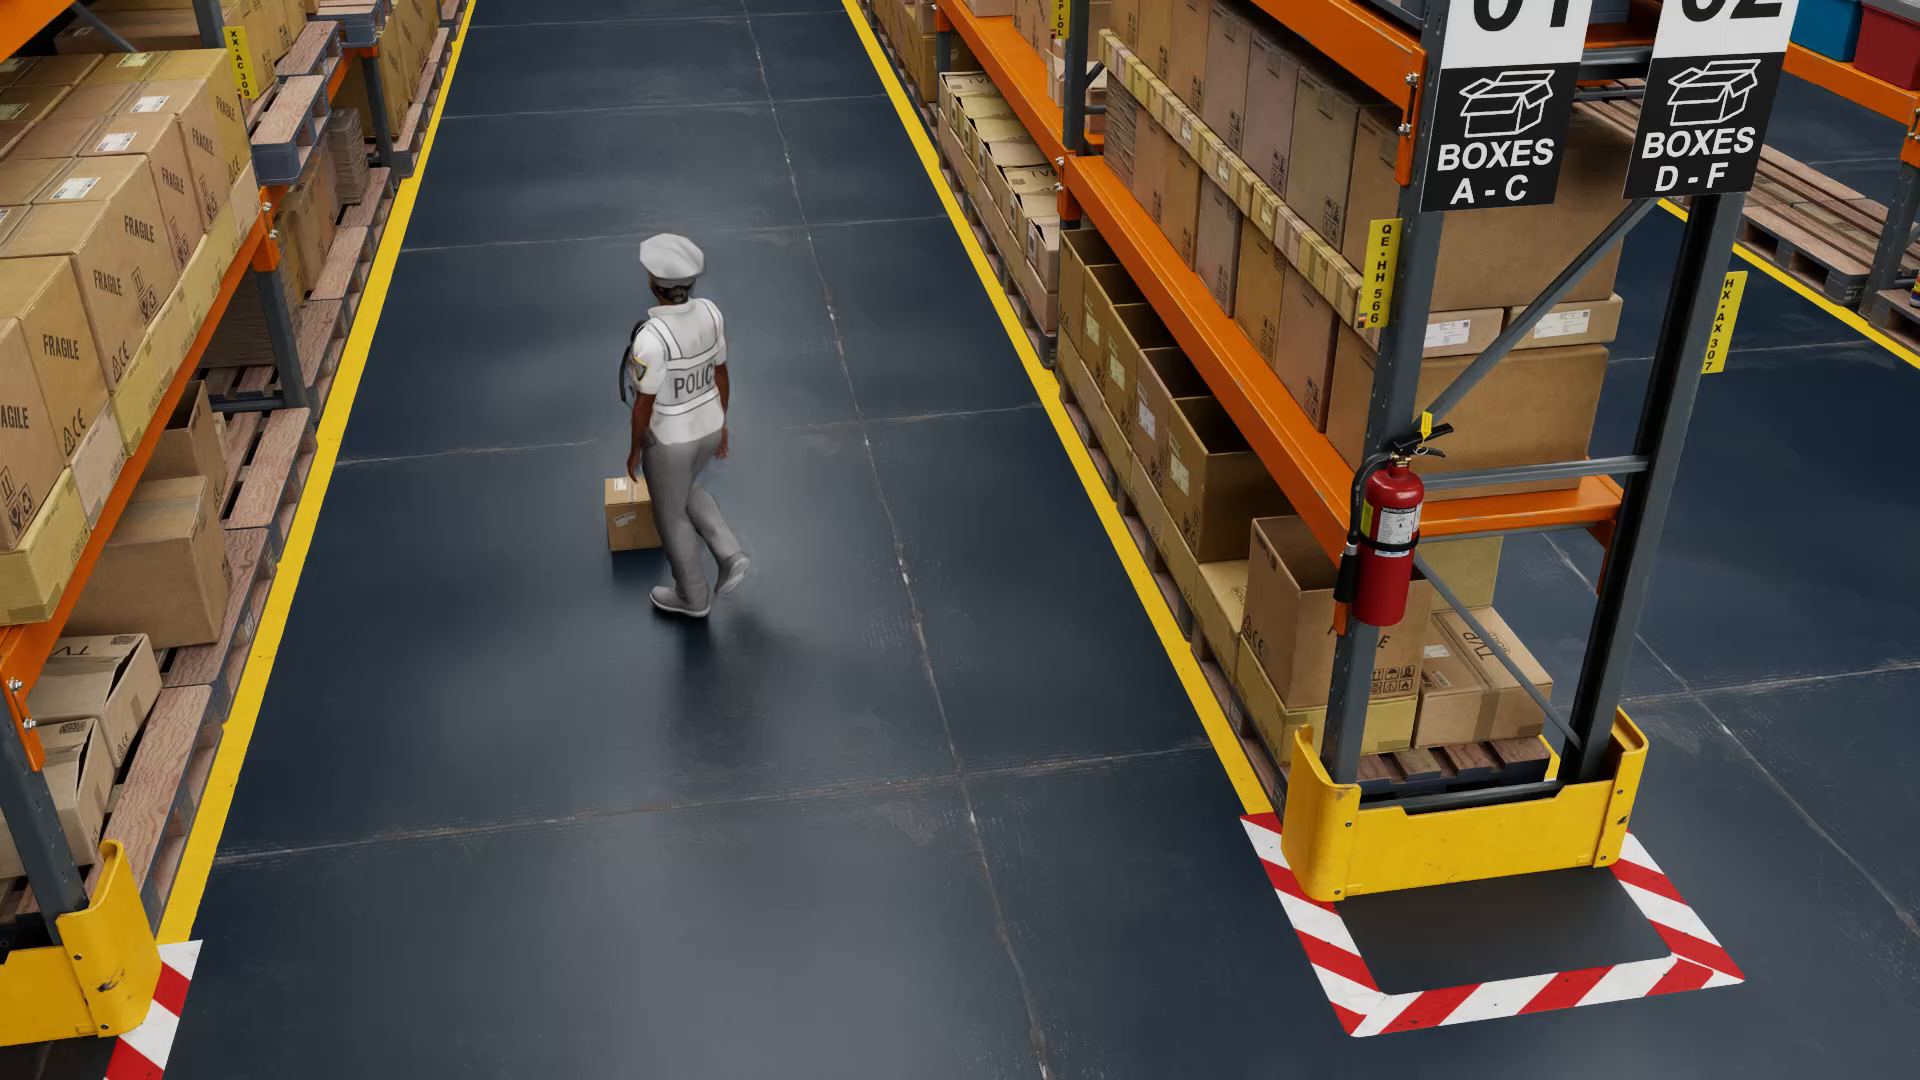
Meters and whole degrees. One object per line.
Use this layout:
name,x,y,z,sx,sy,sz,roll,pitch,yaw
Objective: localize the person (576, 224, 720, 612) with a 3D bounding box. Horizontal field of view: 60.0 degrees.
person,-1.302,-0.478,6.935,0.653,1.730,0.468,18,35,27
